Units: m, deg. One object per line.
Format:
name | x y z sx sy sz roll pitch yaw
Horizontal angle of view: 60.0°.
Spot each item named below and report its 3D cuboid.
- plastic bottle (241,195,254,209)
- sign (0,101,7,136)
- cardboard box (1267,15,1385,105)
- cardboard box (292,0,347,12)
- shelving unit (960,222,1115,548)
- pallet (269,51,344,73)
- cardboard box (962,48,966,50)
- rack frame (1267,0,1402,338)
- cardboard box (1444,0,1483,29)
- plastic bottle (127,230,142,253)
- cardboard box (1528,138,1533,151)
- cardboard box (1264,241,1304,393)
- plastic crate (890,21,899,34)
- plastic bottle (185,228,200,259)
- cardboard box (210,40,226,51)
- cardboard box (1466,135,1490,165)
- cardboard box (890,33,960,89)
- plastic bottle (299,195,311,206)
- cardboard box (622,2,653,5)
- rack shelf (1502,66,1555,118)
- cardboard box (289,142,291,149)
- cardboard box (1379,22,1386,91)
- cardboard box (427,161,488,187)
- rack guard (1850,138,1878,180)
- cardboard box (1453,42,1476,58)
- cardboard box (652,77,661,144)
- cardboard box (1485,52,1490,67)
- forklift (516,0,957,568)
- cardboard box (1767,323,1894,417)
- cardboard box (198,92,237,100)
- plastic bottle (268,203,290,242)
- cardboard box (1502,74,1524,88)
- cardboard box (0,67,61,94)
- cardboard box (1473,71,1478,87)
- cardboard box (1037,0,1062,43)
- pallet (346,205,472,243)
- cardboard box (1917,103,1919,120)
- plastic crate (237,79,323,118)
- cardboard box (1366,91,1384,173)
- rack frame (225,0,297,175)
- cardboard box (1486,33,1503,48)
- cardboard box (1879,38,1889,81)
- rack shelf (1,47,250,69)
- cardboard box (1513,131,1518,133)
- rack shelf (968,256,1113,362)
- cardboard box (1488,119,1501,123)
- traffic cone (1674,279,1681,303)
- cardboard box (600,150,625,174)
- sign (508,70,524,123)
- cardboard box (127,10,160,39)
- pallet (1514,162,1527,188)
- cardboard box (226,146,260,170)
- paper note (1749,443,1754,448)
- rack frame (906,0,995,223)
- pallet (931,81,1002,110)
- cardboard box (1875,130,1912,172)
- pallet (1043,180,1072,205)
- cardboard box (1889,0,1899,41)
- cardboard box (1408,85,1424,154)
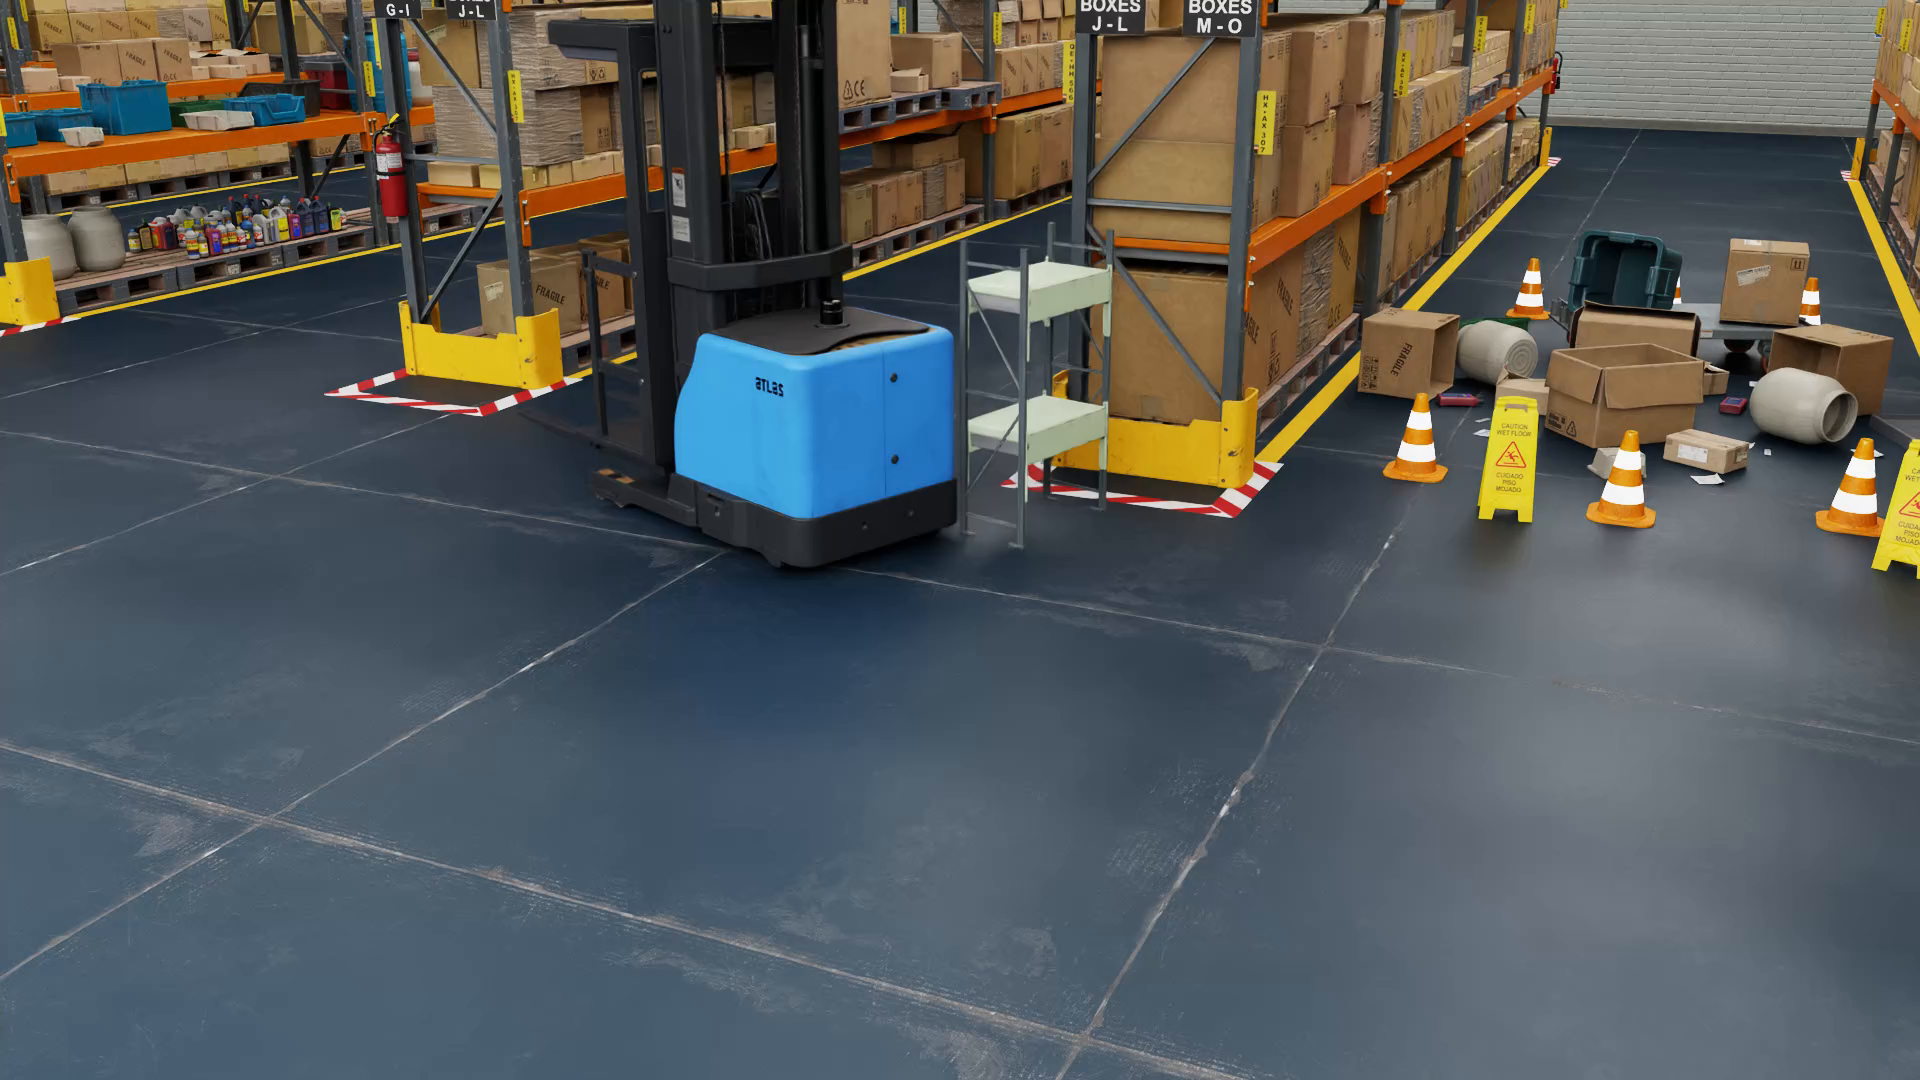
plastic bottle | -6.970 -3.215 16.330 0.144 0.351 0.185 9 22 24
sign | -7.399 -3.277 12.793 0.100 0.325 0.005 9 21 23
cardboard box | 2.440 -3.342 11.555 0.875 0.550 0.550 9 21 23
cardboard box | -11.194 -9.002 28.857 0.980 0.700 0.700 7 21 20
shelving unit | 0.391 -0.805 8.494 0.431 1.500 0.755 15 24 36
pallet | -8.927 -6.476 22.488 1.213 0.211 1.003 9 21 23
cardboard box | -0.129 -5.221 18.524 0.500 0.500 0.500 9 22 24
rack frame | 2.741 -3.055 12.582 1.000 3.000 0.127 9 21 23
cardboard box | 5.963 -6.340 19.733 0.500 0.500 0.500 8 21 21
plastic bottle | -7.547 -2.734 15.198 0.097 0.201 0.097 0 20 0
cardboard box | 7.288 -5.198 21.793 0.380 0.149 0.250 9 21 24
cardboard box | 1.679 -1.515 10.795 0.875 0.875 0.875 8 21 22
plastic crate | -1.314 -8.031 26.433 0.616 0.435 0.499 9 21 23
plastic bottle | -6.872 -2.657 14.877 0.097 0.271 0.097 0 20 0
cardboard box | -11.985 -7.919 26.606 0.380 0.149 0.250 9 21 24
cardboard box | 5.304 -4.133 17.599 0.500 0.250 0.500 9 21 23
cardboard box | -0.427 -4.879 16.936 0.700 0.500 0.500 12 23 31
plastic bottle | -6.393 -3.189 16.255 0.144 0.351 0.185 9 21 23
cardboard box | -2.293 -3.791 12.568 0.500 0.500 0.500 9 21 23
rack shelf | 6.836 -5.773 21.299 1.077 0.370 4.000 9 21 23
cardboard box | -8.972 -5.697 23.086 0.500 0.500 0.500 9 22 25
cardboard box | 2.939 -3.726 12.827 0.700 0.500 0.500 8 21 22
cardboard box | -3.452 -2.541 11.511 0.380 0.149 0.250 9 21 23
rack guard | 12.222 -4.905 21.514 1.175 0.500 0.348 9 21 23
cardboard box | 4.957 -4.909 16.656 0.380 0.149 0.250 8 21 22
cardboard box | -2.575 -3.363 12.855 0.875 0.500 0.500 9 21 23
cardboard box | 5.393 -5.094 17.621 0.380 0.149 0.250 9 22 25
forklift | -1.390 -1.658 8.757 1.130 2.935 3.031 -17 26 -40
cardboard box | 5.618 -1.089 10.782 0.500 0.500 0.500 -9 22 -24
cardboard box | -12.171 -7.219 26.874 0.750 0.750 0.750 9 21 23
plastic bottle | -6.473 -3.011 15.757 0.144 0.351 0.185 8 21 22
cardboard box | 6.432 -5.424 19.618 0.380 0.149 0.250 9 22 25
cardboard box | -10.617 -5.213 18.873 0.500 0.250 0.500 10 22 26
cardboard box | 5.076 -4.714 16.994 0.380 0.149 0.250 10 22 25
cardboard box | 0.748 -6.135 19.597 0.797 0.503 0.637 9 22 24
pallet | -5.975 -3.378 17.651 1.003 0.211 1.213 9 21 23
cardboard box | 9.322 -4.059 15.629 0.500 0.250 0.500 8 21 22
plastic crate | -6.592 -4.274 16.103 0.767 0.338 0.504 9 21 23
cardboard box | 2.601 -3.011 12.235 0.875 0.550 0.550 9 21 23
rack frame | -9.141 -6.350 21.846 1.000 3.000 0.127 9 21 23
cardboard box | 5.814 -5.550 18.458 0.380 0.149 0.250 8 21 21
cardboard box | 11.572 -5.856 20.310 0.500 0.500 0.500 8 21 22
rack shelf | -12.842 -7.301 25.594 1.077 0.370 4.000 9 21 23
cardboard box | 6.874 -5.117 21.119 0.380 0.149 0.250 8 21 20
rack shelf | 0.391 -1.173 8.363 0.431 0.370 0.720 15 24 36
cardboard box | 7.127 -5.644 22.602 0.380 0.149 0.250 9 21 24
traffic cone | 5.735 -2.008 13.426 0.336 0.463 0.334 9 21 23
cardboard box | -2.618 -2.783 12.191 0.380 0.149 0.250 9 21 23
sign | -2.885 -2.877 10.790 0.100 0.325 0.005 9 21 23
cardboard box | -12.596 -7.809 25.327 0.500 0.500 0.500 9 22 24
pallet | 6.758 -4.771 21.570 1.003 0.211 1.213 9 21 23
cardboard box | -9.341 -4.900 21.246 0.500 0.250 0.500 8 21 22
paper note | 4.716 -0.581 10.073 0.148 0.019 0.142 18 26 41
rack frame | -0.105 -4.989 18.021 1.000 3.000 0.127 9 21 23
pallet | -0.299 -4.666 17.400 1.213 0.211 1.003 9 21 23
cardboard box | 12.033 -4.850 20.827 0.875 0.438 0.875 8 21 21
pallet | 0.788 -4.278 20.182 1.003 0.211 1.213 9 21 23
cardboard box | 11.347 -6.168 19.695 0.500 0.500 0.500 8 21 22
cardboard box | 3.408 -3.380 13.348 0.500 0.500 0.500 9 21 23
